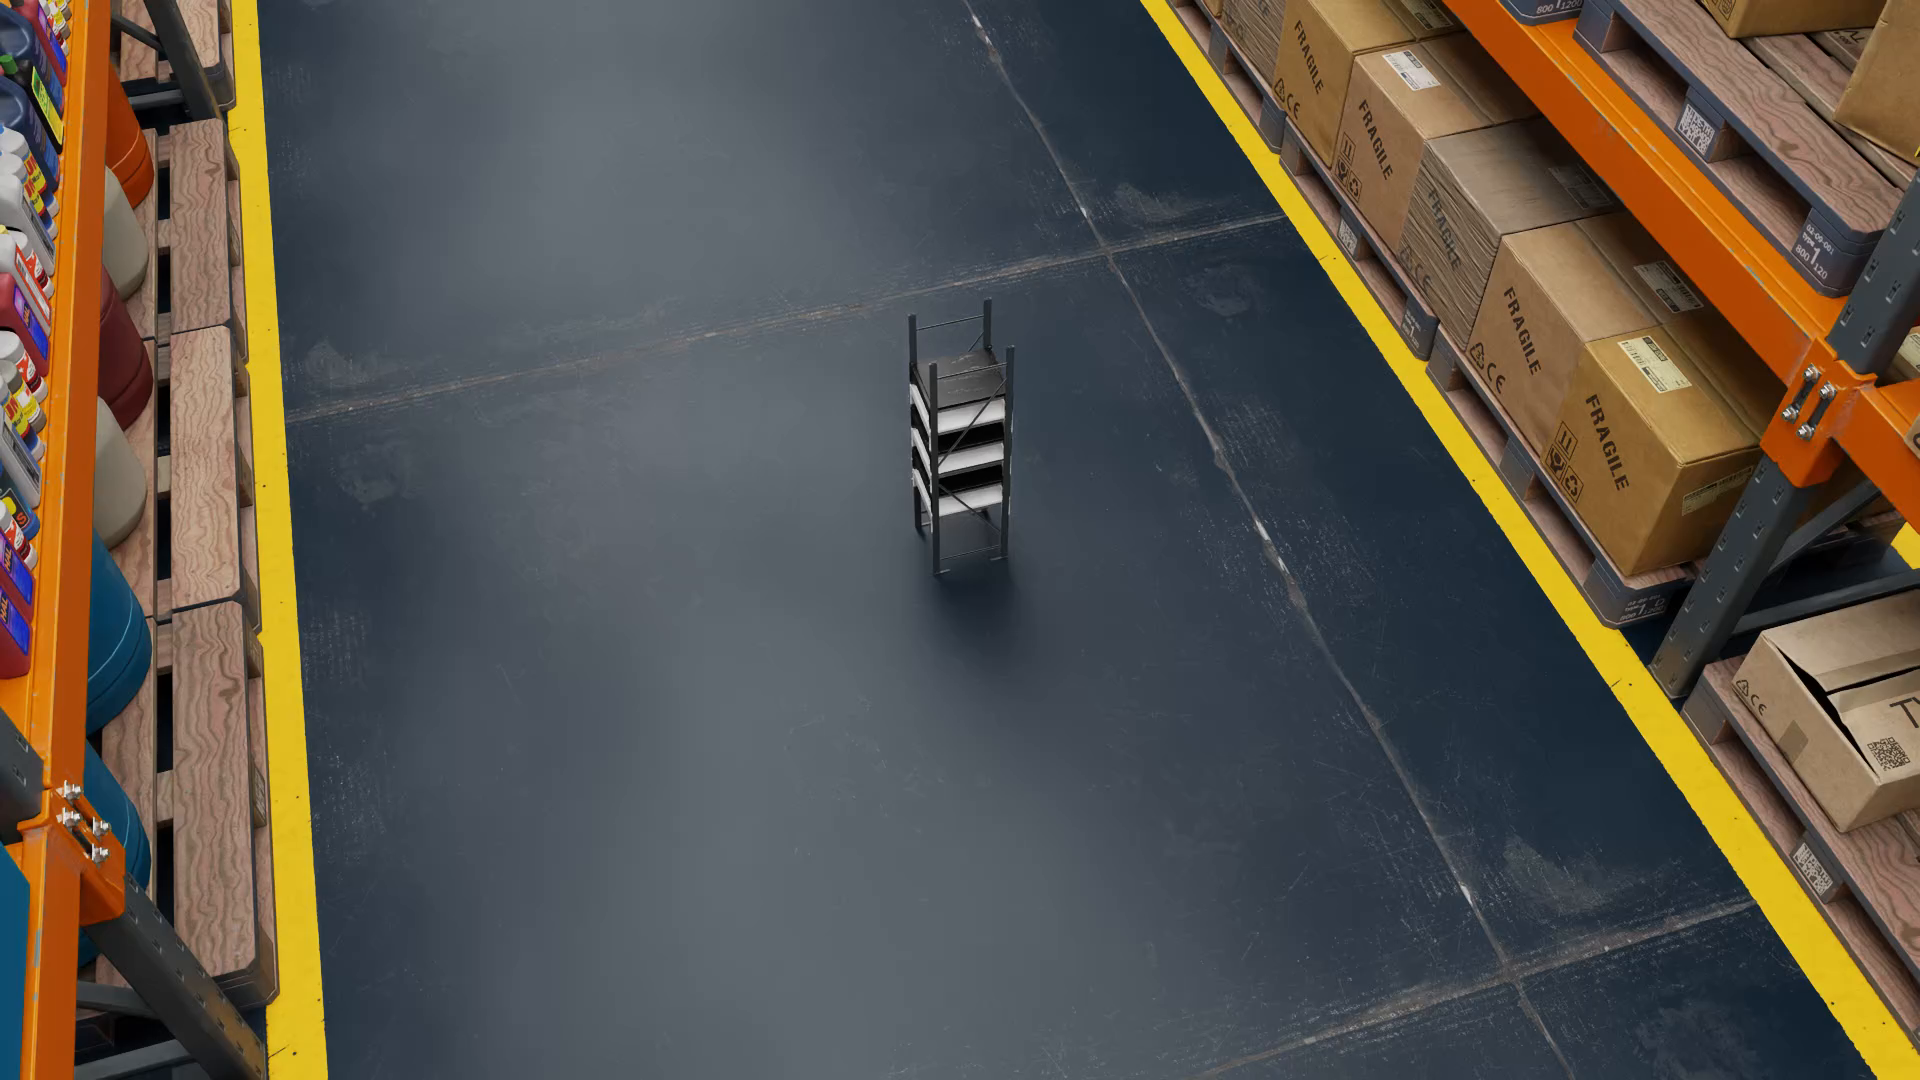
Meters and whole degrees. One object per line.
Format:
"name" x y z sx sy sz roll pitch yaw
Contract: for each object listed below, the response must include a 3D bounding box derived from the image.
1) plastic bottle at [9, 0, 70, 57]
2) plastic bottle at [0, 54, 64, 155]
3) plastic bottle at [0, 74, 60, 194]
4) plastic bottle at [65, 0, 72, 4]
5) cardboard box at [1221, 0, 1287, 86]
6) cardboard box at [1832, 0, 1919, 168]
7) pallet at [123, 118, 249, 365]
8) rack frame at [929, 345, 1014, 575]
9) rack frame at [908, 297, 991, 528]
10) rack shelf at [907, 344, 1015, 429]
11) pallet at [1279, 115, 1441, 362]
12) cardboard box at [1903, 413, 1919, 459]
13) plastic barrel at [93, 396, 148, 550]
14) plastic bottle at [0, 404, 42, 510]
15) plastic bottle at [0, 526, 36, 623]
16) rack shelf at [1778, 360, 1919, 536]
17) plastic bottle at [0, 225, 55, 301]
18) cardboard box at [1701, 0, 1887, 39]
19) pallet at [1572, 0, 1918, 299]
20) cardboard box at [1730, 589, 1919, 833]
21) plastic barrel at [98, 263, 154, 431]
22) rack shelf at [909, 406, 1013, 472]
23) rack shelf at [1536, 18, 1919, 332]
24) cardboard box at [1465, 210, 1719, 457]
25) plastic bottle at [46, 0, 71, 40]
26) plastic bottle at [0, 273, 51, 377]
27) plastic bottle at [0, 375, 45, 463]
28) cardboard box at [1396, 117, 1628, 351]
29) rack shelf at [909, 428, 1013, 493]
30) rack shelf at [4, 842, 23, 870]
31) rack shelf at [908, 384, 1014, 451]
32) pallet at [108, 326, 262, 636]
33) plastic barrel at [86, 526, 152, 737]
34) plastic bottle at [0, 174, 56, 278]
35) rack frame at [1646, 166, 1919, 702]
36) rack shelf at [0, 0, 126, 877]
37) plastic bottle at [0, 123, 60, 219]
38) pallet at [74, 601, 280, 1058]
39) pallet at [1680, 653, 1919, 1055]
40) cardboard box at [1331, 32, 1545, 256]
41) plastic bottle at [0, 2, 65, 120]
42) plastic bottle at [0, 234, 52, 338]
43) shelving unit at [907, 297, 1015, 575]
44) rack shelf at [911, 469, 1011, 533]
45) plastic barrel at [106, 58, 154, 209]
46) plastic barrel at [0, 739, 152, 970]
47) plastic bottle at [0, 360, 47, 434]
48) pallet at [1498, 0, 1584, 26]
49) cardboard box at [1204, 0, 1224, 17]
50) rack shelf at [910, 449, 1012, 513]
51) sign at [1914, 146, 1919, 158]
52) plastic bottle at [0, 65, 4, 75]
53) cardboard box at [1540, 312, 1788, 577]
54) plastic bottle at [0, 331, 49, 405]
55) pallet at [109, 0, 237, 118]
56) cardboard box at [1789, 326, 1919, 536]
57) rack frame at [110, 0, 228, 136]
"plastic bottle" -2.572 -1.440 4.632 0.097 0.201 0.097 0 50 0
"plastic bottle" -2.426 -1.154 4.337 0.061 0.283 0.133 -13 51 -11
"plastic bottle" -2.419 -1.050 4.206 0.144 0.351 0.185 -13 51 -11
"plastic bottle" -2.658 -1.676 4.785 0.097 0.271 0.097 0 50 0
"cardboard box" 1.369 -2.133 6.433 0.500 0.500 0.500 -15 51 -12
"cardboard box" 2.604 -1.218 3.975 0.700 0.500 0.500 -30 56 -23
"pallet" -3.113 -0.993 5.949 1.003 0.211 1.213 -13 51 -11
"rack frame" 0.032 -0.210 4.838 0.240 0.900 0.006 -13 51 -11
"rack frame" -0.028 -0.358 4.964 0.240 0.900 0.006 -13 51 -11
"rack shelf" 0.002 -0.437 4.720 0.258 0.077 0.200 -13 51 -11
"pallet" 1.889 -1.233 6.151 1.003 0.211 1.213 -13 51 -11
"cardboard box" 2.421 -0.252 3.435 0.500 0.500 0.500 -12 51 -10
"plastic barrel" -2.638 -0.221 4.827 0.421 0.512 0.421 0 50 0
"plastic bottle" -2.084 -0.188 3.528 0.152 0.276 0.135 -13 51 -11
"plastic bottle" -1.943 0.040 3.331 0.061 0.283 0.133 -13 51 -11
"rack shelf" 3.122 1.039 2.883 1.077 0.370 4.000 -13 51 -11
"plastic bottle" -2.258 -0.664 3.977 0.097 0.201 0.097 0 50 0
"cardboard box" 2.340 -1.706 4.386 0.700 0.500 0.500 -6 50 -5
"pallet" 2.398 -1.200 4.425 1.003 0.211 1.213 -13 51 -11
"cardboard box" 2.448 0.427 4.399 0.500 0.311 0.500 -13 51 -11
"plastic barrel" -2.891 -0.638 5.128 0.600 0.588 0.708 -13 51 -11
"rack shelf" 0.002 -0.321 4.858 0.258 0.077 0.200 -13 51 -11
"rack shelf" 1.939 -1.945 5.271 0.919 0.124 3.809 -13 51 -11
"cardboard box" 1.972 -0.648 5.182 0.500 0.500 0.500 -13 51 -11
"plastic bottle" -2.601 -1.511 4.692 0.097 0.201 0.097 0 50 0
"plastic bottle" -2.166 -0.512 3.796 0.061 0.283 0.133 -13 51 -11
"plastic bottle" -2.092 -0.277 3.606 0.097 0.271 0.097 0 50 0
"cardboard box" 1.824 -1.015 5.491 0.500 0.500 0.500 -13 51 -11
"rack shelf" 0.002 -0.263 4.926 0.258 0.077 0.200 -13 51 -11
"rack shelf" -1.611 2.093 1.866 0.919 0.124 3.809 -13 51 -11
"rack shelf" 0.002 -0.379 4.789 0.258 0.077 0.200 -13 51 -11
"pallet" -2.755 -0.103 5.199 1.003 0.211 1.213 -13 51 -11
"plastic barrel" -2.557 0.086 4.313 0.600 0.901 0.708 -13 51 -11
"plastic bottle" -2.318 -0.766 4.015 0.152 0.276 0.135 -13 51 -11
"rack frame" 2.530 -0.654 3.839 1.000 3.000 0.127 -13 51 -11
"rack shelf" -2.794 -0.765 4.404 1.077 0.370 4.000 -13 51 -11
"plastic bottle" -2.355 -0.927 4.153 0.097 0.271 0.097 0 50 0
"pallet" -2.391 0.790 4.446 1.003 0.211 1.213 -13 51 -11
"pallet" 2.732 0.747 4.482 1.003 0.211 1.213 -13 51 -11
"cardboard box" 1.672 -1.385 5.803 0.500 0.500 0.500 -15 51 -12
"plastic bottle" -2.513 -1.282 4.402 0.144 0.351 0.185 -13 51 -11
"plastic bottle" -2.249 -0.597 3.872 0.152 0.276 0.135 -13 51 -11
"shelving unit" 0.002 -0.284 4.901 0.258 0.900 0.210 -13 51 -11
"rack shelf" 0.002 -0.147 5.064 0.258 0.077 0.200 -13 51 -11
"plastic barrel" -3.225 -1.540 5.731 0.600 0.830 0.708 -13 51 -11
"plastic barrel" -2.347 0.603 3.877 0.600 0.901 0.708 -13 51 -11
"plastic bottle" -2.121 -0.326 3.693 0.097 0.201 0.097 0 50 0
"pallet" 1.927 -2.094 5.179 1.003 0.211 1.213 -13 51 -11
"cardboard box" 1.209 -2.514 6.755 0.500 0.500 0.500 -11 51 -9
"rack shelf" 0.002 -0.205 4.995 0.258 0.077 0.200 -13 51 -11
"sign" 2.001 -0.899 3.288 0.100 0.325 0.005 -13 51 -11
"plastic bottle" -2.484 -1.140 4.326 0.061 0.283 0.133 -13 51 -11
"cardboard box" 2.111 -0.285 4.876 0.500 0.500 0.500 -14 51 -11
"plastic bottle" -2.150 -0.397 3.753 0.097 0.201 0.097 0 50 0
"pallet" -3.578 -2.134 6.911 1.003 0.211 1.213 -13 51 -11
"cardboard box" 2.620 -0.398 4.971 0.500 0.500 0.500 -15 52 -13
"rack frame" -3.386 -2.458 5.360 1.000 3.000 0.127 -13 51 -11
